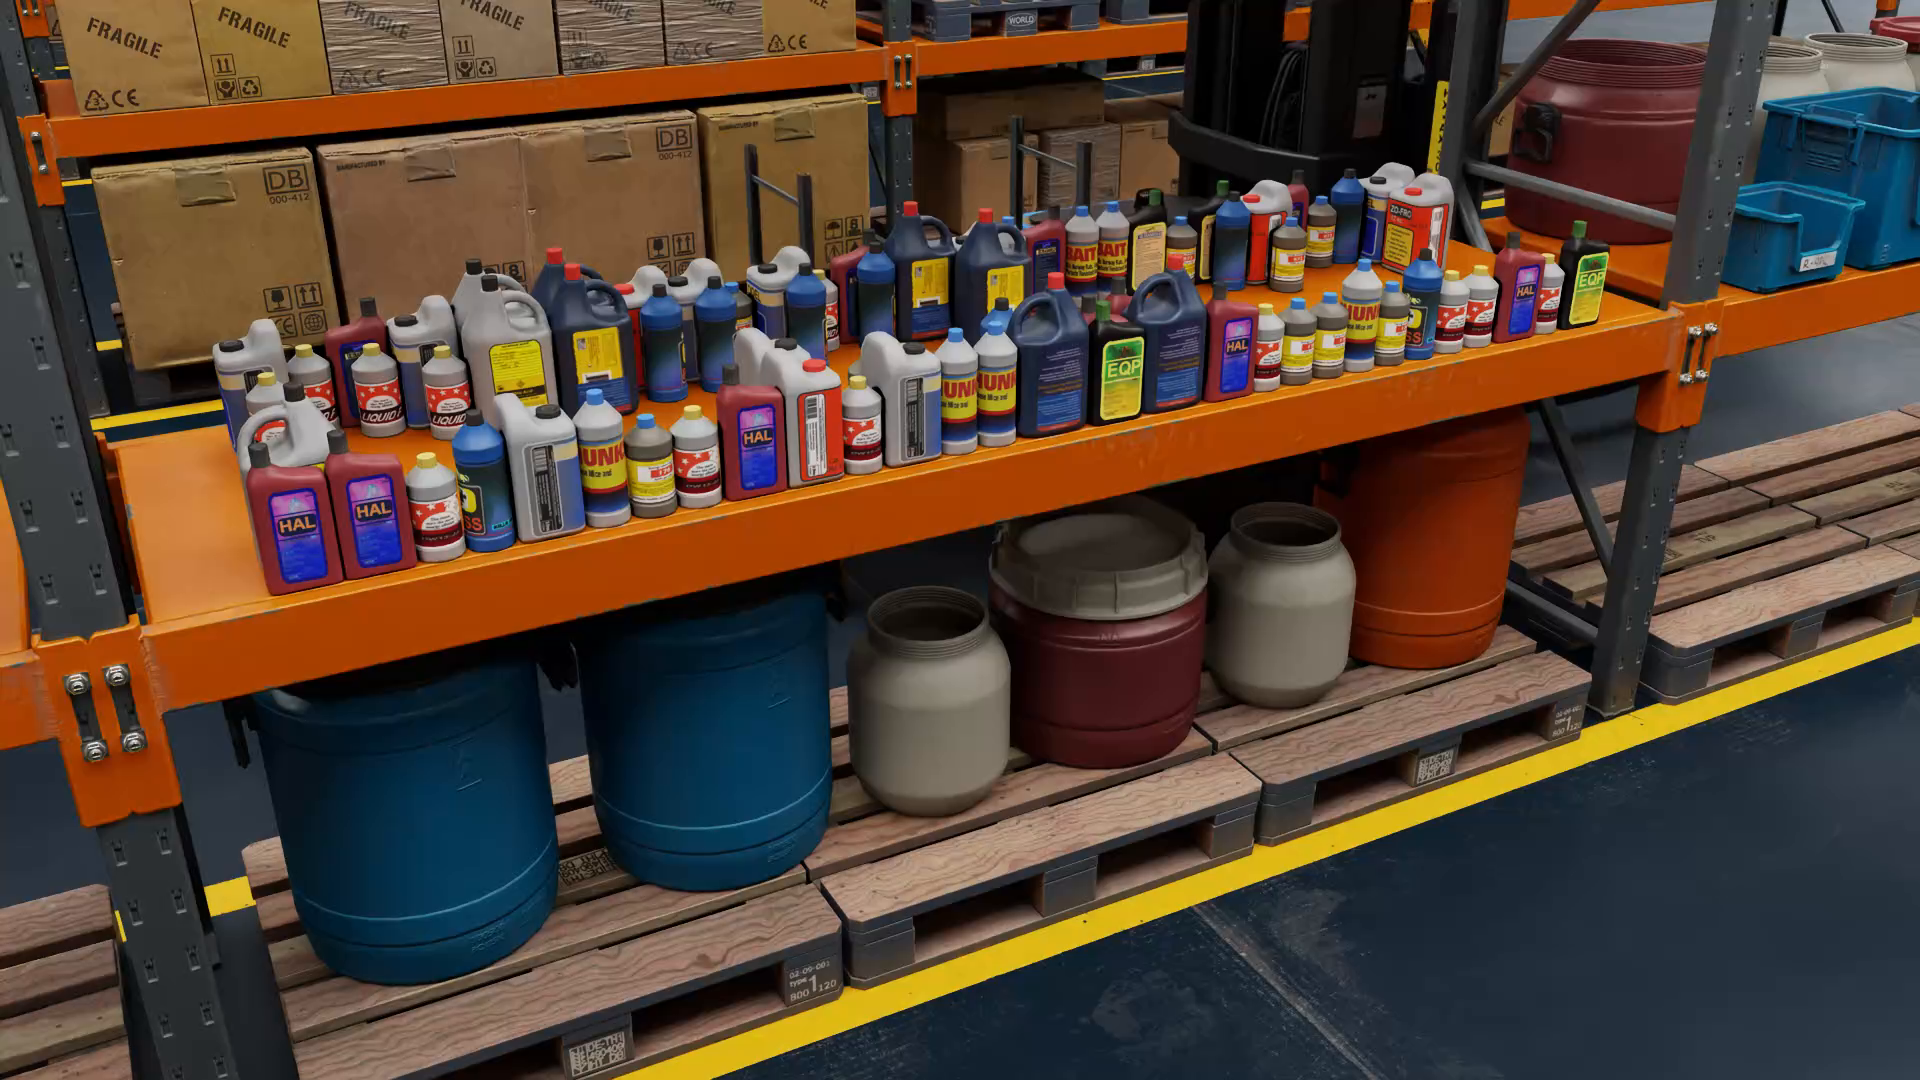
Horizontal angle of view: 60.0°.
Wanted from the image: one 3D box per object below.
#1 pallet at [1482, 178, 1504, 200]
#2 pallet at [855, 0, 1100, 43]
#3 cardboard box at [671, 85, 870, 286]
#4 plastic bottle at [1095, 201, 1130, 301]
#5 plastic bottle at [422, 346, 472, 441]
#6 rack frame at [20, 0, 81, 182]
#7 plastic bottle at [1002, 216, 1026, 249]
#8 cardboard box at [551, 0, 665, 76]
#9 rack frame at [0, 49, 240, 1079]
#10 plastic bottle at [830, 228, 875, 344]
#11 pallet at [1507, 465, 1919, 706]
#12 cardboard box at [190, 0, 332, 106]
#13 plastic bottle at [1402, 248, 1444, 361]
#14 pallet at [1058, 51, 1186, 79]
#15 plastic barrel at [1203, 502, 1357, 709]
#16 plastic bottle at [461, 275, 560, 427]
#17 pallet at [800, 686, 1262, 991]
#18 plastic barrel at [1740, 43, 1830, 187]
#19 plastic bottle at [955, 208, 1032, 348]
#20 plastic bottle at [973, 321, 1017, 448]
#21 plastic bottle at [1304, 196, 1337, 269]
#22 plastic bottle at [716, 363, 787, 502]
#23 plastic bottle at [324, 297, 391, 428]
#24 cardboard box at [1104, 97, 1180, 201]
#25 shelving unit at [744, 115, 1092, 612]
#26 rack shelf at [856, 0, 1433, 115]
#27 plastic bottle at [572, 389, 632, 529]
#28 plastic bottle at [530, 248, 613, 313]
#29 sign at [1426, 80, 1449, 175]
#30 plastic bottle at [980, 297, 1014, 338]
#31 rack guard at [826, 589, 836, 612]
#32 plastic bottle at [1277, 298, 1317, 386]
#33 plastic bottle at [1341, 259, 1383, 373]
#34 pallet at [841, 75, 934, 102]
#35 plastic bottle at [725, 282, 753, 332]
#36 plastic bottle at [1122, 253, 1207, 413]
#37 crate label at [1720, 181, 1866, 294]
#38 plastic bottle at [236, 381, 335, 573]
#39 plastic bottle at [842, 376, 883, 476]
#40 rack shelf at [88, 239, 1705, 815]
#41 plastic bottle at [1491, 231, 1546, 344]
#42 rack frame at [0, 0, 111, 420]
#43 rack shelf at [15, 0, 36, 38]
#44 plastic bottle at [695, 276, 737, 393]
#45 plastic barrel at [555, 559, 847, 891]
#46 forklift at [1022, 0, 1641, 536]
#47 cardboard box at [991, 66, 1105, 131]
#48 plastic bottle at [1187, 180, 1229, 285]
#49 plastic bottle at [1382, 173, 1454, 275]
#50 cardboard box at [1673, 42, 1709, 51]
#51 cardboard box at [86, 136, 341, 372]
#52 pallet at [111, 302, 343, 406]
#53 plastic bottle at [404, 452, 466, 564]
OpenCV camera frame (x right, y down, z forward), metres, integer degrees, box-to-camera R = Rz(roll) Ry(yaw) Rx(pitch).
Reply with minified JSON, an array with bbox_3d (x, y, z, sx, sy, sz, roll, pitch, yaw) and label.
[{"bbox_3d":[3.570,-2.601,11.424,1.213,0.211,1.003,-13,29,-25],"label":"pallet"},{"bbox_3d":[0.044,-2.992,9.239,1.003,0.211,1.213,-13,29,-25],"label":"pallet"},{"bbox_3d":[-1.154,-1.992,8.903,0.875,0.875,1.225,-14,29,-27],"label":"cardboard box"},{"bbox_3d":[0.417,-0.797,4.594,0.097,0.271,0.097,0,26,0],"label":"plastic bottle"},{"bbox_3d":[-1.141,-0.332,3.705,0.097,0.201,0.097,0,26,0],"label":"plastic bottle"},{"bbox_3d":[-6.309,-3.993,11.102,0.127,3.000,1.000,-13,29,-25],"label":"rack frame"},{"bbox_3d":[0.127,-0.730,4.455,0.097,0.271,0.097,0,26,0],"label":"plastic bottle"},{"bbox_3d":[-1.753,-2.537,7.952,0.500,0.500,0.500,-14,29,-27],"label":"cardboard box"},{"bbox_3d":[-1.734,-0.187,3.174,0.127,3.000,1.000,-13,29,-25],"label":"rack frame"},{"bbox_3d":[-0.265,-0.654,4.282,0.133,0.283,0.061,-13,29,-25],"label":"plastic bottle"},{"bbox_3d":[2.497,0.113,5.772,1.213,0.211,1.003,-13,29,-25],"label":"pallet"},{"bbox_3d":[-3.098,-2.224,7.302,0.500,0.500,0.500,-13,29,-25],"label":"cardboard box"},{"bbox_3d":[1.154,-0.595,4.172,0.097,0.271,0.097,0,26,0],"label":"plastic bottle"},{"bbox_3d":[1.457,-4.491,15.359,1.213,0.211,1.003,-13,29,-25],"label":"pallet"},{"bbox_3d":[0.916,0.186,4.786,0.421,0.512,0.421,0,26,0],"label":"plastic barrel"},{"bbox_3d":[-1.009,-0.422,3.720,0.185,0.351,0.144,-13,29,-25],"label":"plastic bottle"},{"bbox_3d":[0.044,0.679,4.592,1.213,0.211,1.003,-13,29,-25],"label":"pallet"},{"bbox_3d":[2.603,-1.343,5.453,0.421,0.512,0.421,0,26,0],"label":"plastic barrel"},{"bbox_3d":[0.085,-0.671,4.238,0.185,0.351,0.144,-13,29,-25],"label":"plastic bottle"},{"bbox_3d":[0.077,-0.346,3.655,0.097,0.271,0.097,0,26,0],"label":"plastic bottle"},{"bbox_3d":[1.061,-0.914,4.918,0.097,0.201,0.097,0,26,0],"label":"plastic bottle"},{"bbox_3d":[-0.426,-0.227,3.392,0.133,0.283,0.061,-13,29,-25],"label":"plastic bottle"},{"bbox_3d":[-1.356,-0.403,3.758,0.133,0.283,0.061,-13,29,-25],"label":"plastic bottle"},{"bbox_3d":[1.027,-2.345,10.048,0.500,0.500,0.700,-11,28,-21],"label":"cardboard box"},{"bbox_3d":[-0.146,-0.643,5.856,1.083,1.500,0.587,-13,28,-25],"label":"shelving unit"},{"bbox_3d":[1.230,-2.976,9.814,4.000,0.370,1.077,-13,29,-25],"label":"rack shelf"},{"bbox_3d":[-0.708,-0.165,3.277,0.097,0.271,0.097,0,26,0],"label":"plastic bottle"},{"bbox_3d":[-0.914,-0.514,3.913,0.185,0.351,0.144,-13,29,-25],"label":"plastic bottle"},{"bbox_3d":[1.530,-1.284,5.270,0.005,0.325,0.100,-13,29,-25],"label":"sign"},{"bbox_3d":[0.095,-0.421,3.811,0.097,0.271,0.097,0,26,0],"label":"plastic bottle"},{"bbox_3d":[-0.587,0.021,5.917,0.087,0.250,0.587,-13,28,-25],"label":"rack guard"},{"bbox_3d":[0.810,-0.484,4.022,0.097,0.201,0.097,0,26,0],"label":"plastic bottle"},{"bbox_3d":[0.982,-0.555,4.090,0.097,0.271,0.097,0,26,0],"label":"plastic bottle"},{"bbox_3d":[-0.974,-3.929,14.190,1.213,0.211,1.003,-13,29,-25],"label":"pallet"},{"bbox_3d":[-0.563,-0.540,4.138,0.097,0.201,0.097,0,26,0],"label":"plastic bottle"},{"bbox_3d":[0.471,-0.485,3.851,0.185,0.351,0.144,-13,29,-25],"label":"plastic bottle"},{"bbox_3d":[2.344,-0.869,4.787,0.416,0.233,0.303,-13,29,-25],"label":"crate label"},{"bbox_3d":[-1.235,-0.121,3.093,0.185,0.351,0.144,-13,29,-25],"label":"plastic bottle"},{"bbox_3d":[-0.214,-0.248,3.530,0.097,0.201,0.097,0,26,0],"label":"plastic bottle"},{"bbox_3d":[0.031,-0.270,4.178,4.000,0.370,1.077,-13,29,-25],"label":"rack shelf"},{"bbox_3d":[1.436,-0.657,4.287,0.133,0.283,0.061,-13,29,-25],"label":"plastic bottle"},{"bbox_3d":[-4.065,-2.078,7.113,0.127,3.000,1.000,-13,29,-25],"label":"rack frame"},{"bbox_3d":[-8.074,-3.262,10.409,4.000,0.370,1.077,-13,29,-25],"label":"rack shelf"},{"bbox_3d":[-0.577,-0.493,3.960,0.097,0.271,0.097,0,26,0],"label":"plastic bottle"},{"bbox_3d":[-0.621,0.321,4.055,0.708,0.901,0.600,-13,29,-25],"label":"plastic barrel"},{"bbox_3d":[1.678,-1.704,6.413,3.031,2.935,1.130,-13,28,-25],"label":"forklift"},{"bbox_3d":[0.505,-2.563,9.635,0.500,0.250,0.500,-10,27,-19],"label":"cardboard box"},{"bbox_3d":[0.714,-0.880,4.752,0.133,0.283,0.061,-13,29,-25],"label":"plastic bottle"},{"bbox_3d":[1.333,-0.923,4.850,0.135,0.276,0.152,-13,29,-25],"label":"plastic bottle"},{"bbox_3d":[5.454,-3.329,12.122,0.500,0.500,0.500,-6,26,-12],"label":"cardboard box"},{"bbox_3d":[-3.509,-1.448,7.770,0.875,0.875,1.225,-13,29,-25],"label":"cardboard box"},{"bbox_3d":[-3.419,-1.007,8.104,1.213,0.211,1.003,-13,29,-25],"label":"pallet"},{"bbox_3d":[-0.999,-0.067,3.153,0.097,0.201,0.097,0,26,0],"label":"plastic bottle"}]
